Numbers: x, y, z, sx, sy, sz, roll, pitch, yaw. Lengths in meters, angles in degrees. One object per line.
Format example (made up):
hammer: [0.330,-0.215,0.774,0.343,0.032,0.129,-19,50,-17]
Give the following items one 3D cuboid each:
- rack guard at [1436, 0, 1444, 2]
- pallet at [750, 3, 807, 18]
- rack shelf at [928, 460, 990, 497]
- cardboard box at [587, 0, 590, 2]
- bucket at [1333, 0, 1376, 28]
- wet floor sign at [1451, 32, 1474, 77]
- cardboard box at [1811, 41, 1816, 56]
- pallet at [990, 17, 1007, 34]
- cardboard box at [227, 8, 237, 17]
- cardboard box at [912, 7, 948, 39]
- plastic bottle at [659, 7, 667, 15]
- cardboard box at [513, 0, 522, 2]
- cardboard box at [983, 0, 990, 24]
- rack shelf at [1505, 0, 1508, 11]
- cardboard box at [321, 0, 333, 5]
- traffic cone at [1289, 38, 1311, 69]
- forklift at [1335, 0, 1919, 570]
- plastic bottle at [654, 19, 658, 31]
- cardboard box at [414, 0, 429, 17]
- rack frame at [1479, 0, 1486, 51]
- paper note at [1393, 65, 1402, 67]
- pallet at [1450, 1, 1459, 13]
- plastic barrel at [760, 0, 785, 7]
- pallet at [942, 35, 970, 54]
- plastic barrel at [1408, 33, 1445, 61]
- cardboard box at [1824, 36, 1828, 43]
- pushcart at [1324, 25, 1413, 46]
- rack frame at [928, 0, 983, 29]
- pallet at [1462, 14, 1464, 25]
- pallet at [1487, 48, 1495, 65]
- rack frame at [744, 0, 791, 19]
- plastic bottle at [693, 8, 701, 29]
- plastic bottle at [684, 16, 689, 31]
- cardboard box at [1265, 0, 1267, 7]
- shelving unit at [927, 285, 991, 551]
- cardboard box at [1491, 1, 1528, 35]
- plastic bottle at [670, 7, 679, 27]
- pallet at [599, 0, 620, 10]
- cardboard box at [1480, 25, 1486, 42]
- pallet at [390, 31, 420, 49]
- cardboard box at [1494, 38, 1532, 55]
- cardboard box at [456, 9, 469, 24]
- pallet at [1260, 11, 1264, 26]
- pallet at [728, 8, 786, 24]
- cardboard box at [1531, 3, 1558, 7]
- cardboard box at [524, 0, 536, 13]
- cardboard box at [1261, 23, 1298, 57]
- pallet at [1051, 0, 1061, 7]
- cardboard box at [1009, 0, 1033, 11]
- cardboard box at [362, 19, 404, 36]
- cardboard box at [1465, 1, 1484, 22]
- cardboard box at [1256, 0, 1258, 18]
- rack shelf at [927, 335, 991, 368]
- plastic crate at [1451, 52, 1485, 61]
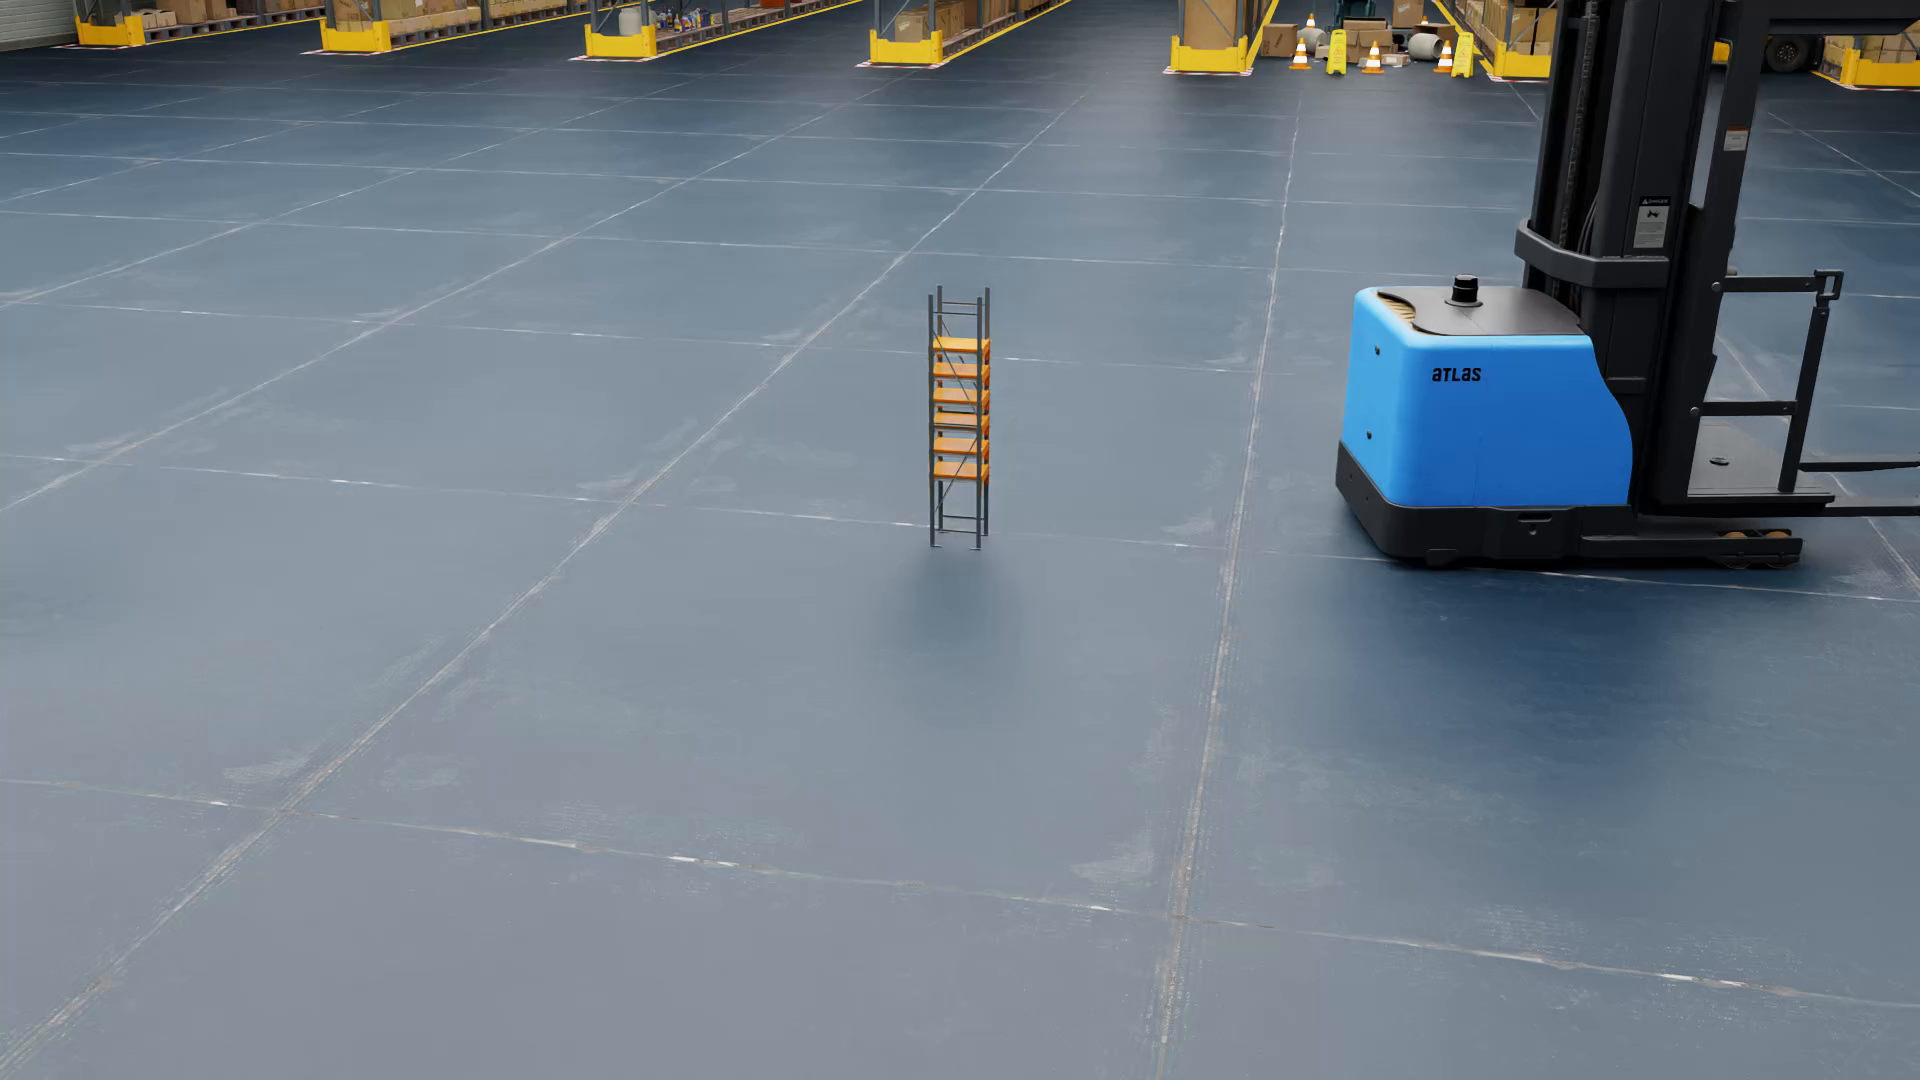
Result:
rack guard: [12.072,-13.210,39.984,1.175,0.500,0.348,4,22,11]
pallet: [-3.996,-11.566,36.289,1.003,0.211,1.213,4,22,11]
rack shelf: [-0.003,-0.287,7.723,0.258,0.103,0.180,4,22,11]
cardboard box: [-8.490,-12.328,37.206,0.500,0.500,0.500,4,22,9]
bucket: [6.981,-9.274,29.212,0.726,0.611,0.620,13,15,29]
wet floor sign: [7.716,-7.429,25.436,0.267,0.644,0.232,13,25,29]
cardboard box: [13.754,-7.802,26.330,0.500,0.250,0.500,5,23,13]
pallet: [0.321,-10.166,32.814,1.003,0.211,1.213,4,22,11]
cardboard box: [-14.710,-10.552,33.243,0.380,0.166,0.250,2,22,4]
cardboard box: [-0.521,-8.976,28.909,0.500,0.500,0.500,7,23,16]
plastic bottle: [-5.541,-9.748,30.999,0.144,0.351,0.185,4,22,9]
cardboard box: [-9.240,-11.168,33.935,0.500,0.311,0.500,4,22,9]
cardboard box: [0.179,-10.168,31.842,0.700,0.500,0.500,4,22,11]
rack shelf: [9.210,-8.907,26.917,1.077,0.370,4.000,4,22,11]
cardboard box: [-14.129,-11.921,36.195,0.700,0.500,0.500,4,22,11]
traffic cone: [5.434,-7.759,26.499,0.336,0.463,0.334,4,22,11]
forklift: [3.409,-1.424,7.467,3.031,2.935,1.130,-1,22,-2]
plastic bottle: [-5.570,-9.391,30.314,0.097,0.201,0.097,0,22,0]
cardboard box: [-10.080,-9.834,30.371,0.500,0.500,0.500,4,22,11]
rack frame: [9.618,-9.972,28.599,1.000,3.000,0.127,4,22,11]
paper note: [7.046,-7.629,26.756,0.148,0.019,0.142,-3,22,-8]
pallet: [11.483,-11.876,37.060,1.003,0.211,1.213,4,22,11]
plastic barrel: [-4.033,-11.936,35.819,0.600,0.830,0.708,4,22,11]
pallet: [-0.432,-8.738,29.268,1.003,0.211,1.213,4,22,11]
plastic barrel: [7.742,-8.185,27.610,0.421,0.421,0.512,-16,27,-35]
cardboard box: [13.653,-7.858,25.799,0.500,0.250,0.500,4,22,10]
pushcart: [7.376,-8.911,29.475,1.648,0.377,0.936,-3,22,-8]
rack frame: [-0.083,-10.727,30.474,1.000,3.000,0.127,4,22,11]
pallet: [10.669,-10.424,33.454,1.003,0.211,1.213,4,22,11]
pallet: [9.269,-7.983,27.392,1.003,0.211,1.213,4,22,11]
rack frame: [-4.116,-12.568,35.044,1.000,3.000,0.127,4,22,11]
plastic bottle: [-4.886,-9.635,30.718,0.144,0.351,0.185,4,22,11]
plastic bottle: [-4.983,-9.382,30.197,0.097,0.271,0.097,0,22,0]
cardboard box: [6.375,-11.796,35.911,0.500,0.500,0.500,4,22,10]
shelving unit: [-0.003,-0.551,7.616,0.258,1.200,0.189,4,22,11]
cardboard box: [8.923,-8.464,26.970,0.500,0.500,0.500,4,22,10]
plastic bottle: [-5.362,-9.806,31.143,0.144,0.351,0.185,4,22,11]
pallet: [-8.524,-12.368,38.282,1.003,0.211,1.213,4,22,11]
cardboard box: [9.234,-8.696,28.549,0.500,0.250,0.500,3,22,8]
pallet: [-10.481,-9.011,29.944,1.003,0.211,1.213,4,22,11]
cardboard box: [8.709,-7.753,26.208,0.500,0.250,0.500,4,22,11]
cardboard box: [-9.773,-10.035,31.873,0.500,0.250,0.500,4,22,11]
pallet: [5.729,-10.767,34.306,1.003,0.211,1.213,4,22,11]
pallet: [-4.312,-10.994,34.869,1.003,0.211,1.213,4,22,11]
cardboard box: [9.344,-8.251,26.439,0.500,0.500,0.500,4,22,9]
cardboard box: [-9.142,-11.094,34.504,0.500,0.250,0.500,5,22,12]
cardboard box: [5.440,-8.508,28.306,0.500,0.500,0.500,8,23,20]
pallet: [1.781,-12.632,38.936,1.003,0.211,1.213,4,22,11]
cardboard box: [0.894,-11.650,35.048,1.225,0.875,0.875,3,22,8]
cardboard box: [-10.269,-9.120,29.601,0.500,0.250,0.500,4,22,11]
cardboard box: [10.309,-10.205,32.132,0.950,0.372,0.625,3,22,7]
cardboard box: [5.356,-10.711,32.882,1.050,0.750,0.750,4,22,10]
rack shelf: [-0.003,-0.844,7.498,0.258,0.103,0.180,4,22,11]
plastic crate: [8.495,-8.106,27.874,0.402,0.080,0.583,-3,22,-8]
